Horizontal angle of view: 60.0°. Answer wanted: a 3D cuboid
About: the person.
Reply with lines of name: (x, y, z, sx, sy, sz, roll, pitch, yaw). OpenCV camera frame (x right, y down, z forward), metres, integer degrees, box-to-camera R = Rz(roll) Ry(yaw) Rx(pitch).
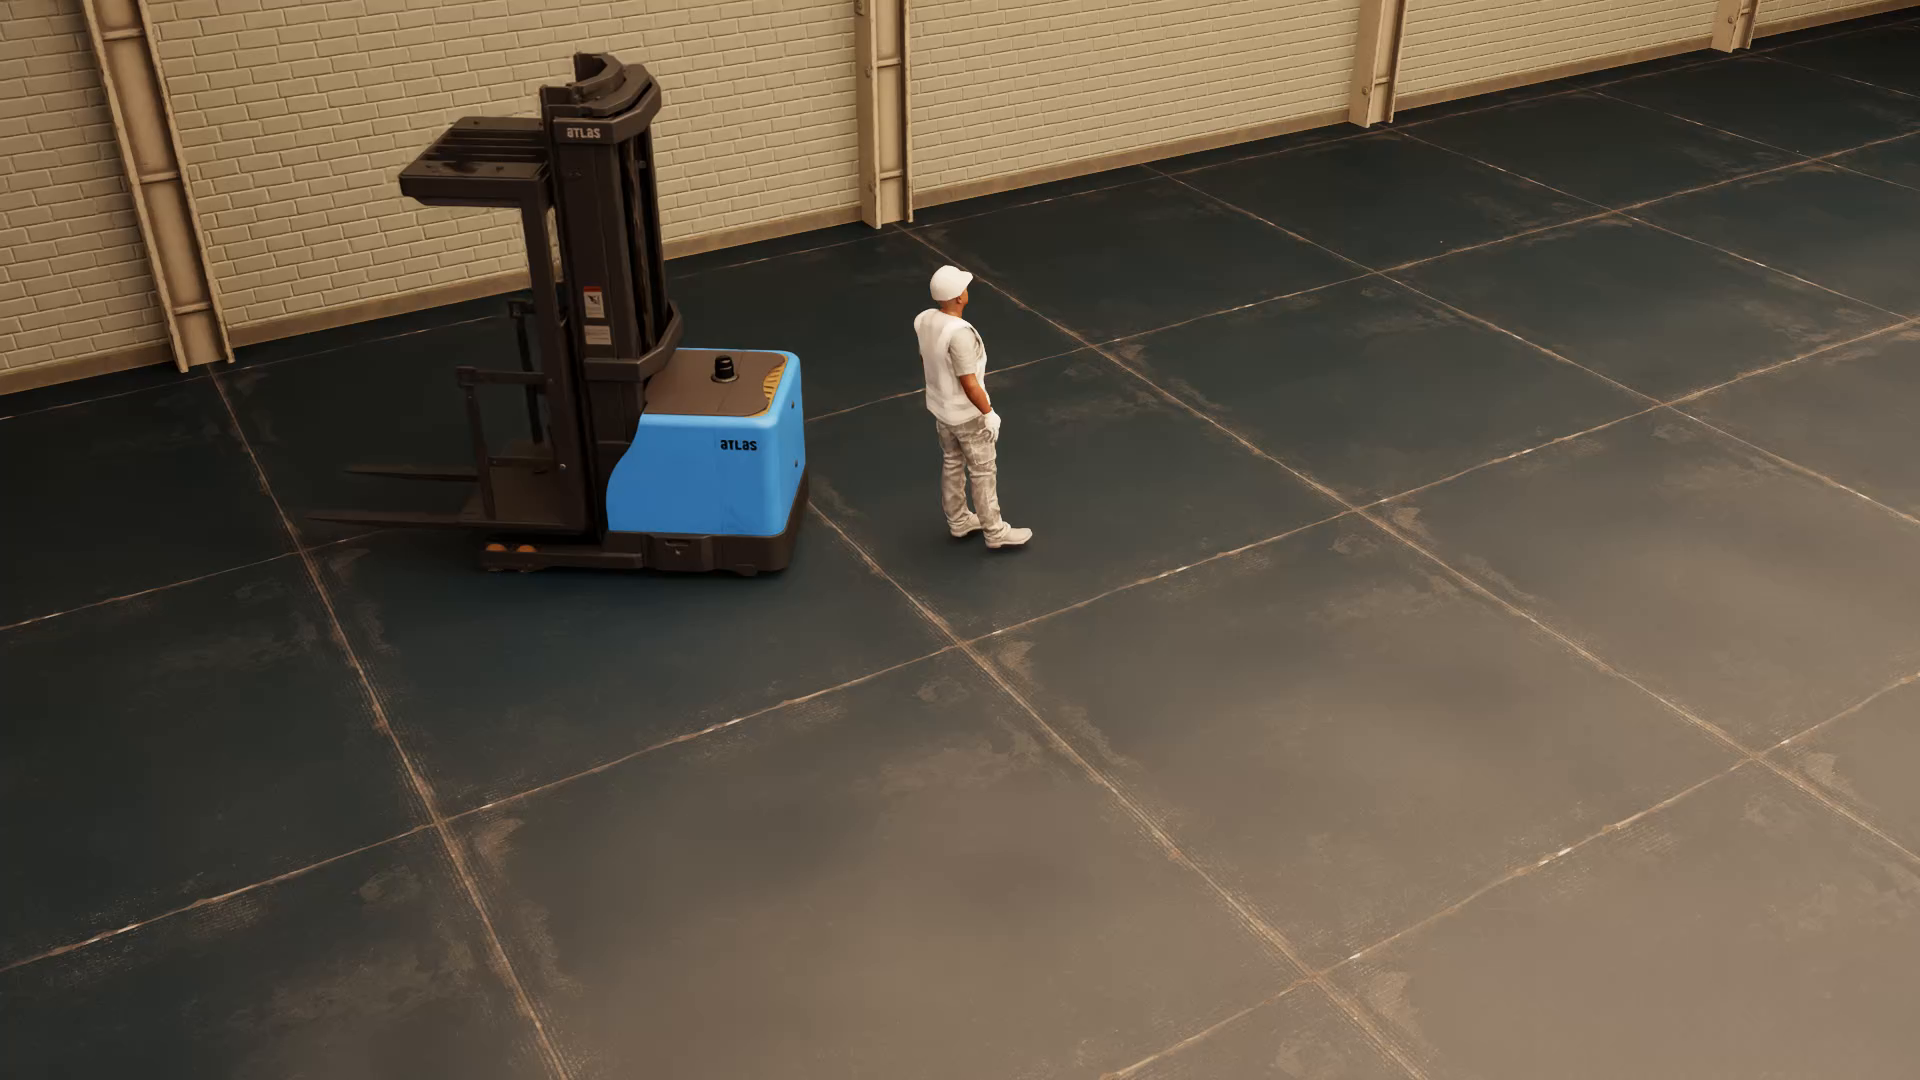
person: (0.066, -0.821, 10.043, 0.577, 1.781, 0.656, -17, 35, -26)

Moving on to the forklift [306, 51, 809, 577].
forklift: (-2.525, -1.325, 9.860, 3.031, 2.935, 1.130, 2, 31, 3)
